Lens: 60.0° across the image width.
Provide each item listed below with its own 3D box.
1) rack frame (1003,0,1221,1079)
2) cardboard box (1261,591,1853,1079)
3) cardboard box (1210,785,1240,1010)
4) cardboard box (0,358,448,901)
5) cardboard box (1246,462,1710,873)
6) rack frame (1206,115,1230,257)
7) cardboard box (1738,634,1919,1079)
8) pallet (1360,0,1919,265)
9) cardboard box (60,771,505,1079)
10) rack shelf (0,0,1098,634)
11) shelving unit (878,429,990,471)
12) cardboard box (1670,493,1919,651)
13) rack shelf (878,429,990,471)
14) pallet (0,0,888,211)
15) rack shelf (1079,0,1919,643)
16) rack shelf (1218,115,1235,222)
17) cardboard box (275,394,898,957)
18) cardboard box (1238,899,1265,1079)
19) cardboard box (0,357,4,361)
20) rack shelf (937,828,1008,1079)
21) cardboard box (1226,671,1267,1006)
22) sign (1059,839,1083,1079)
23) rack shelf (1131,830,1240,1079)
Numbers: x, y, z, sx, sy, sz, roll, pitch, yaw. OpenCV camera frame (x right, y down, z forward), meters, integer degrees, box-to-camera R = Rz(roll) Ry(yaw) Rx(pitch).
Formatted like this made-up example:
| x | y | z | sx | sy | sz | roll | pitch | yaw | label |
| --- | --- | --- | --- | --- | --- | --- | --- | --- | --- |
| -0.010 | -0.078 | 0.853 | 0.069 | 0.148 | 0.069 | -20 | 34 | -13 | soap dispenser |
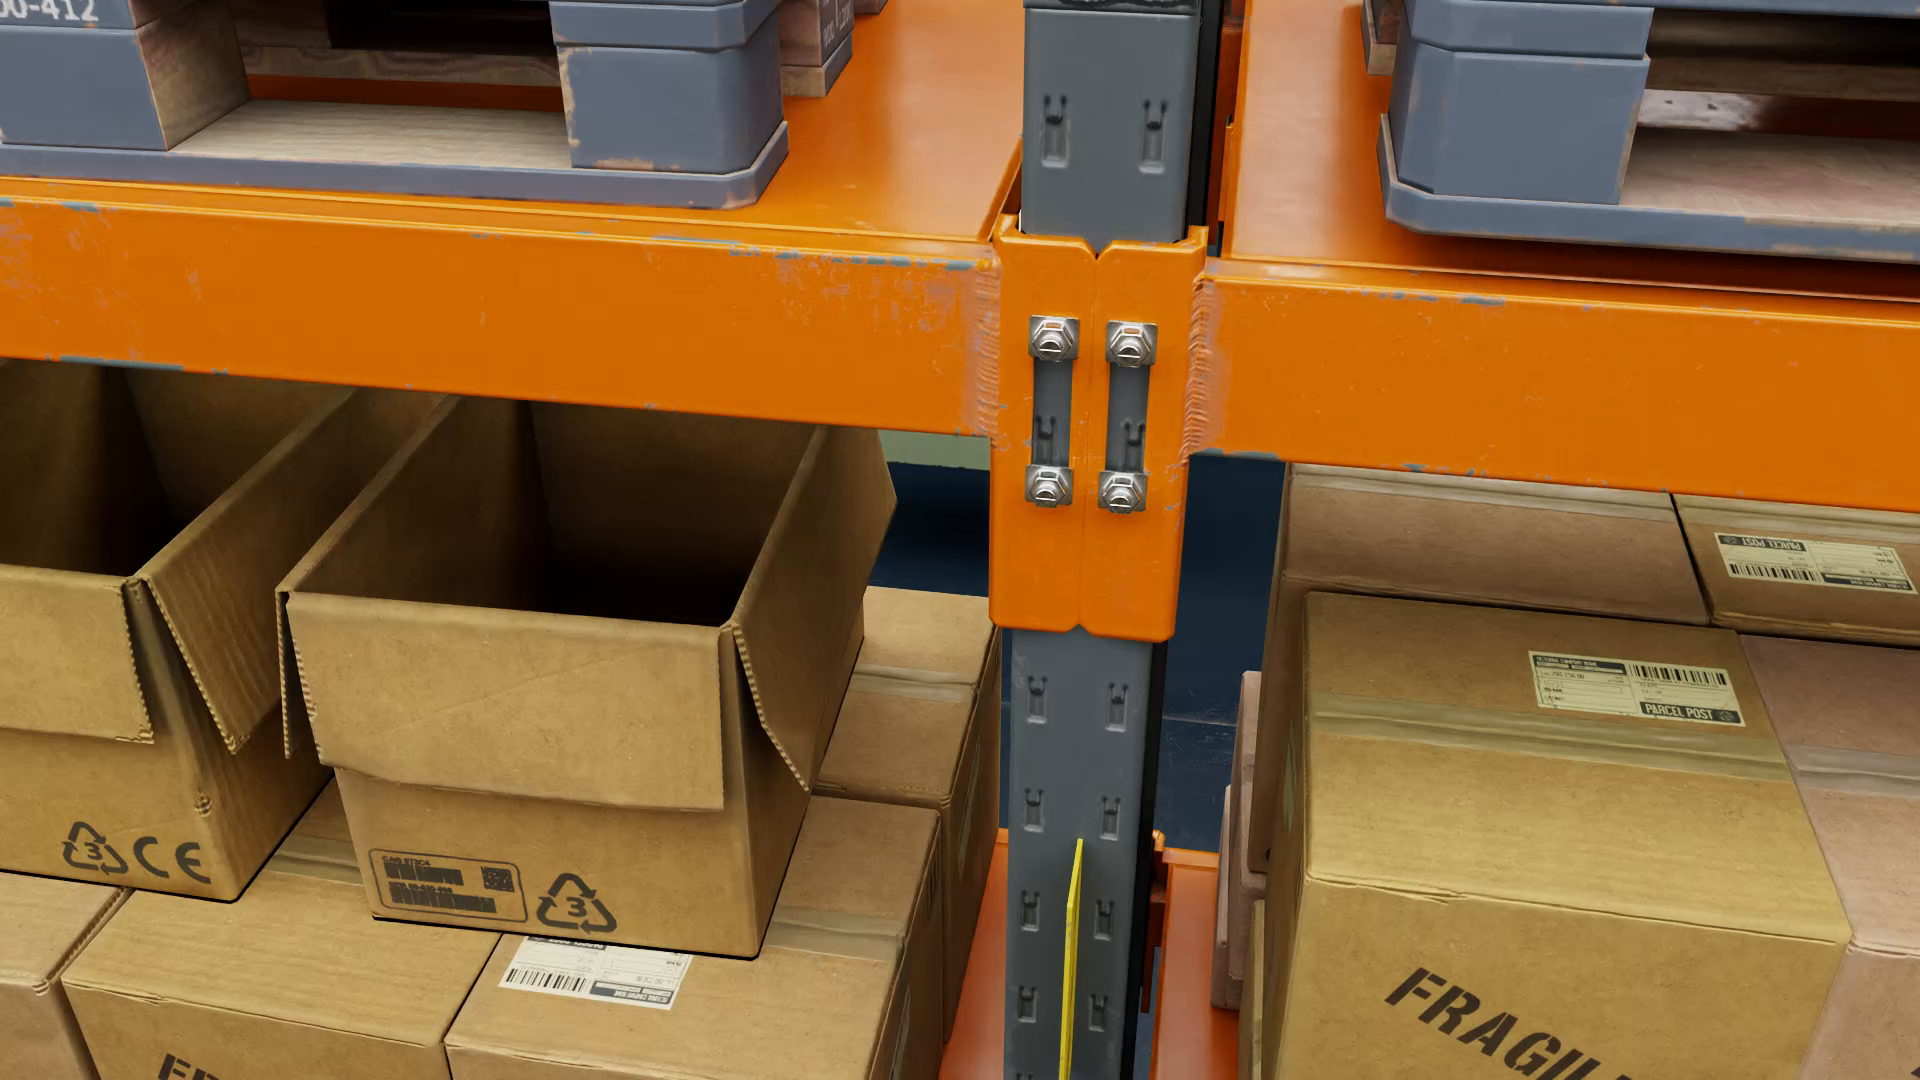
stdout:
| x | y | z | sx | sy | sz | roll | pitch | yaw | label |
| --- | --- | --- | --- | --- | --- | --- | --- | --- | --- |
| 0.193 | 0.626 | 2.422 | 0.127 | 3.000 | 1.000 | 5 | 32 | 8 | rack frame |
| 0.622 | 0.422 | 1.902 | 0.500 | 0.500 | 0.500 | 5 | 32 | 8 | cardboard box |
| 0.548 | 0.589 | 2.719 | 0.250 | 0.149 | 0.380 | 5 | 32 | 8 | cardboard box |
| -1.113 | 0.039 | 2.322 | 0.637 | 0.503 | 0.797 | 6 | 32 | 9 | cardboard box |
| 0.691 | 0.147 | 2.342 | 0.500 | 0.500 | 0.500 | 6 | 33 | 10 | cardboard box |
| 1.026 | -1.964 | 6.561 | 0.127 | 3.000 | 1.000 | 5 | 32 | 8 | rack frame |
| 1.106 | 0.470 | 1.826 | 0.500 | 0.500 | 0.500 | 5 | 32 | 8 | cardboard box |
| 0.997 | -0.529 | 1.525 | 1.213 | 0.211 | 1.003 | 5 | 32 | 8 | pallet |
| -0.801 | 0.637 | 2.311 | 0.500 | 0.500 | 0.500 | 6 | 33 | 10 | cardboard box |
| -1.779 | -0.519 | 2.103 | 4.000 | 0.370 | 1.077 | 5 | 32 | 8 | rack shelf |
| -0.007 | -0.636 | 5.853 | 0.755 | 1.500 | 0.431 | 5 | 32 | 8 | shelving unit |
| 1.184 | 0.194 | 2.267 | 0.500 | 0.500 | 0.500 | 5 | 32 | 9 | cardboard box |
| -0.007 | -0.360 | 6.026 | 0.720 | 0.370 | 0.431 | 5 | 32 | 8 | rack shelf |
| -0.719 | -0.620 | 1.767 | 1.217 | 0.209 | 0.805 | 4 | 32 | 6 | pallet |
| 2.164 | -0.162 | 1.532 | 4.000 | 0.370 | 1.077 | 5 | 32 | 8 | rack shelf |
| 2.997 | -1.481 | 6.467 | 4.000 | 0.370 | 1.077 | 5 | 32 | 8 | rack shelf |
| -0.438 | 0.106 | 2.214 | 0.637 | 0.503 | 0.797 | 4 | 32 | 7 | cardboard box |
| 0.612 | 0.743 | 2.097 | 0.500 | 0.250 | 0.500 | 5 | 32 | 7 | cardboard box |
| -1.728 | -0.009 | 2.397 | 0.637 | 0.503 | 0.797 | 6 | 33 | 10 | cardboard box |
| -1.779 | 0.753 | 2.899 | 4.000 | 0.370 | 1.077 | 5 | 32 | 8 | rack shelf |
| 0.672 | 0.466 | 2.540 | 0.500 | 0.250 | 0.500 | 5 | 32 | 7 | cardboard box |
| 0.111 | 0.454 | 1.681 | 0.005 | 0.325 | 0.100 | 5 | 32 | 8 | sign |
| 2.164 | 1.110 | 2.328 | 4.000 | 0.370 | 1.077 | 5 | 32 | 8 | rack shelf |
